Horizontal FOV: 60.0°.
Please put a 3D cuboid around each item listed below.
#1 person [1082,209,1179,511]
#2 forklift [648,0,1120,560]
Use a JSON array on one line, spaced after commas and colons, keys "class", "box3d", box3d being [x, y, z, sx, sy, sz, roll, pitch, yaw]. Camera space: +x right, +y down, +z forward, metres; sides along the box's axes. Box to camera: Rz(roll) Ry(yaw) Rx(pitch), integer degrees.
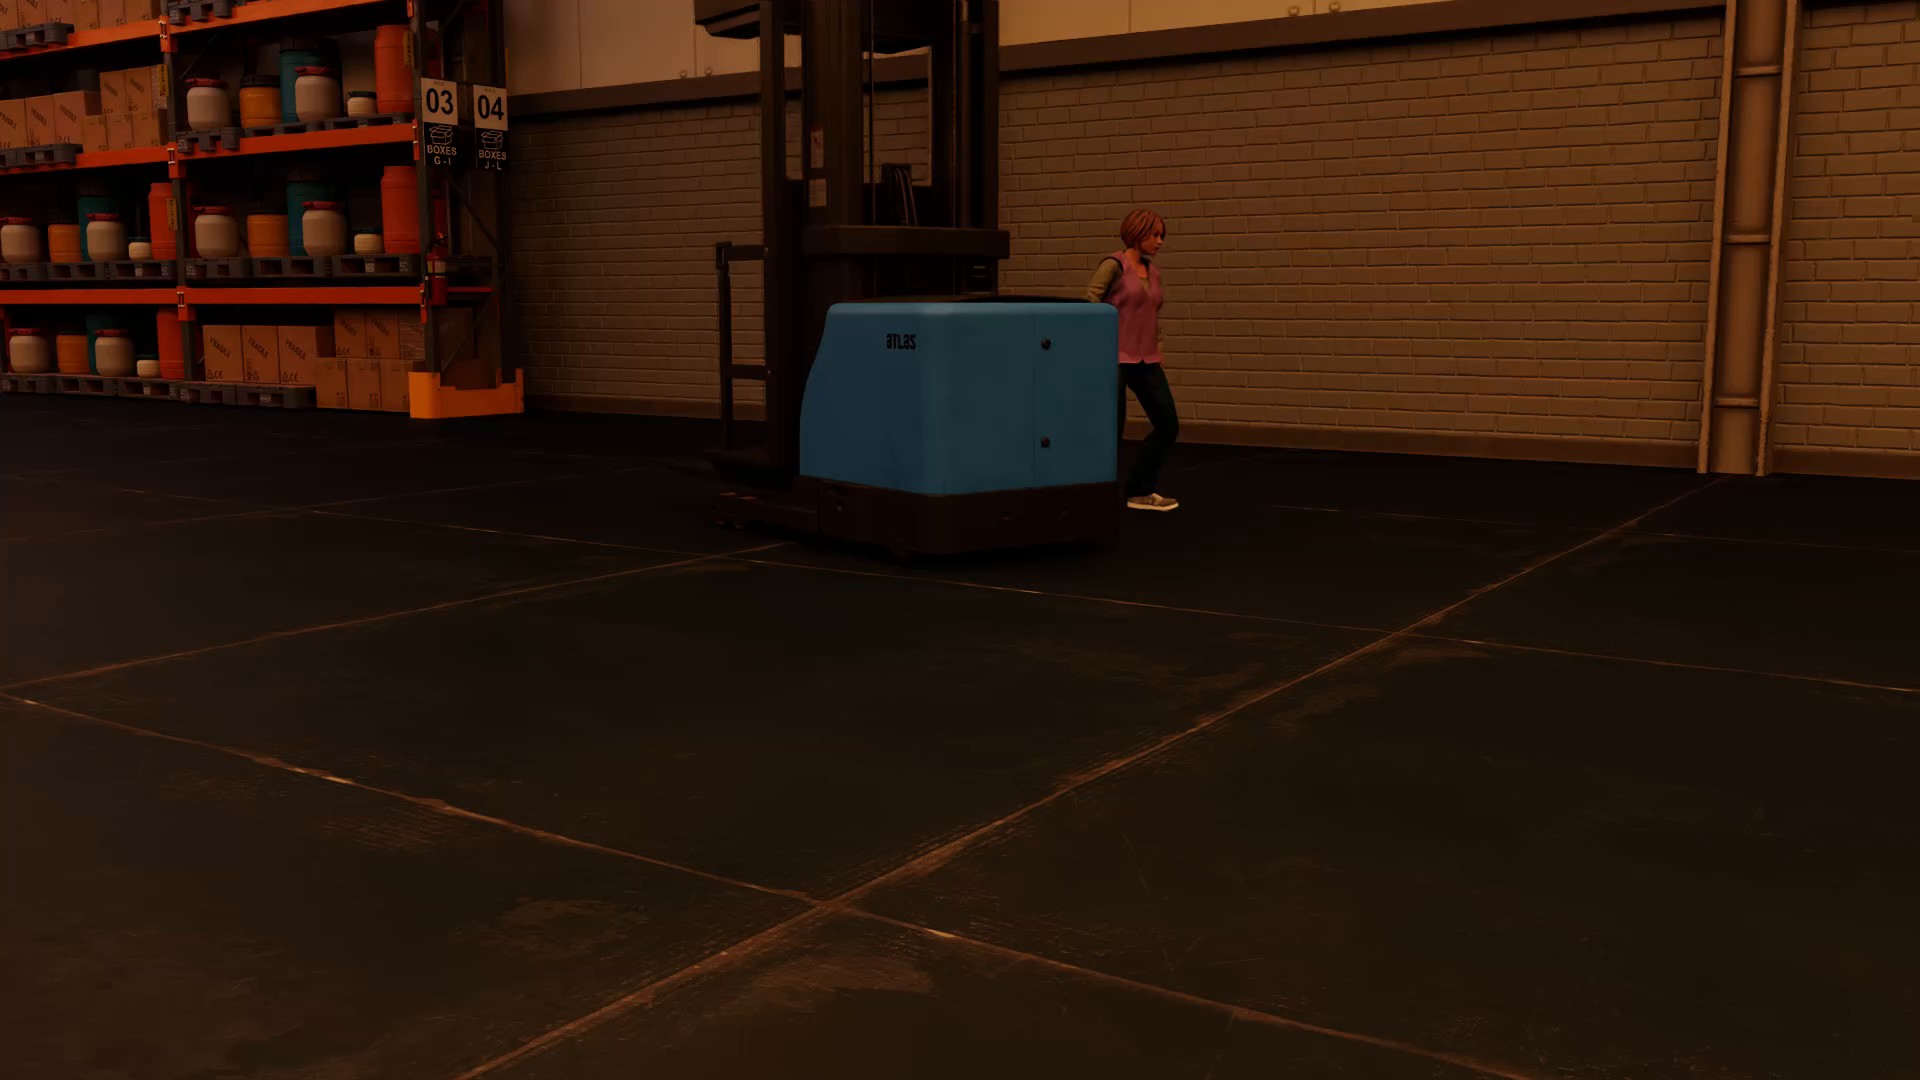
[{"class": "person", "box3d": [0.808, -0.875, 8.419, 0.707, 1.565, 0.366, -5, 10, -32]}, {"class": "forklift", "box3d": [-0.567, -1.532, 7.963, 1.130, 2.935, 3.031, -6, 10, -35]}]
